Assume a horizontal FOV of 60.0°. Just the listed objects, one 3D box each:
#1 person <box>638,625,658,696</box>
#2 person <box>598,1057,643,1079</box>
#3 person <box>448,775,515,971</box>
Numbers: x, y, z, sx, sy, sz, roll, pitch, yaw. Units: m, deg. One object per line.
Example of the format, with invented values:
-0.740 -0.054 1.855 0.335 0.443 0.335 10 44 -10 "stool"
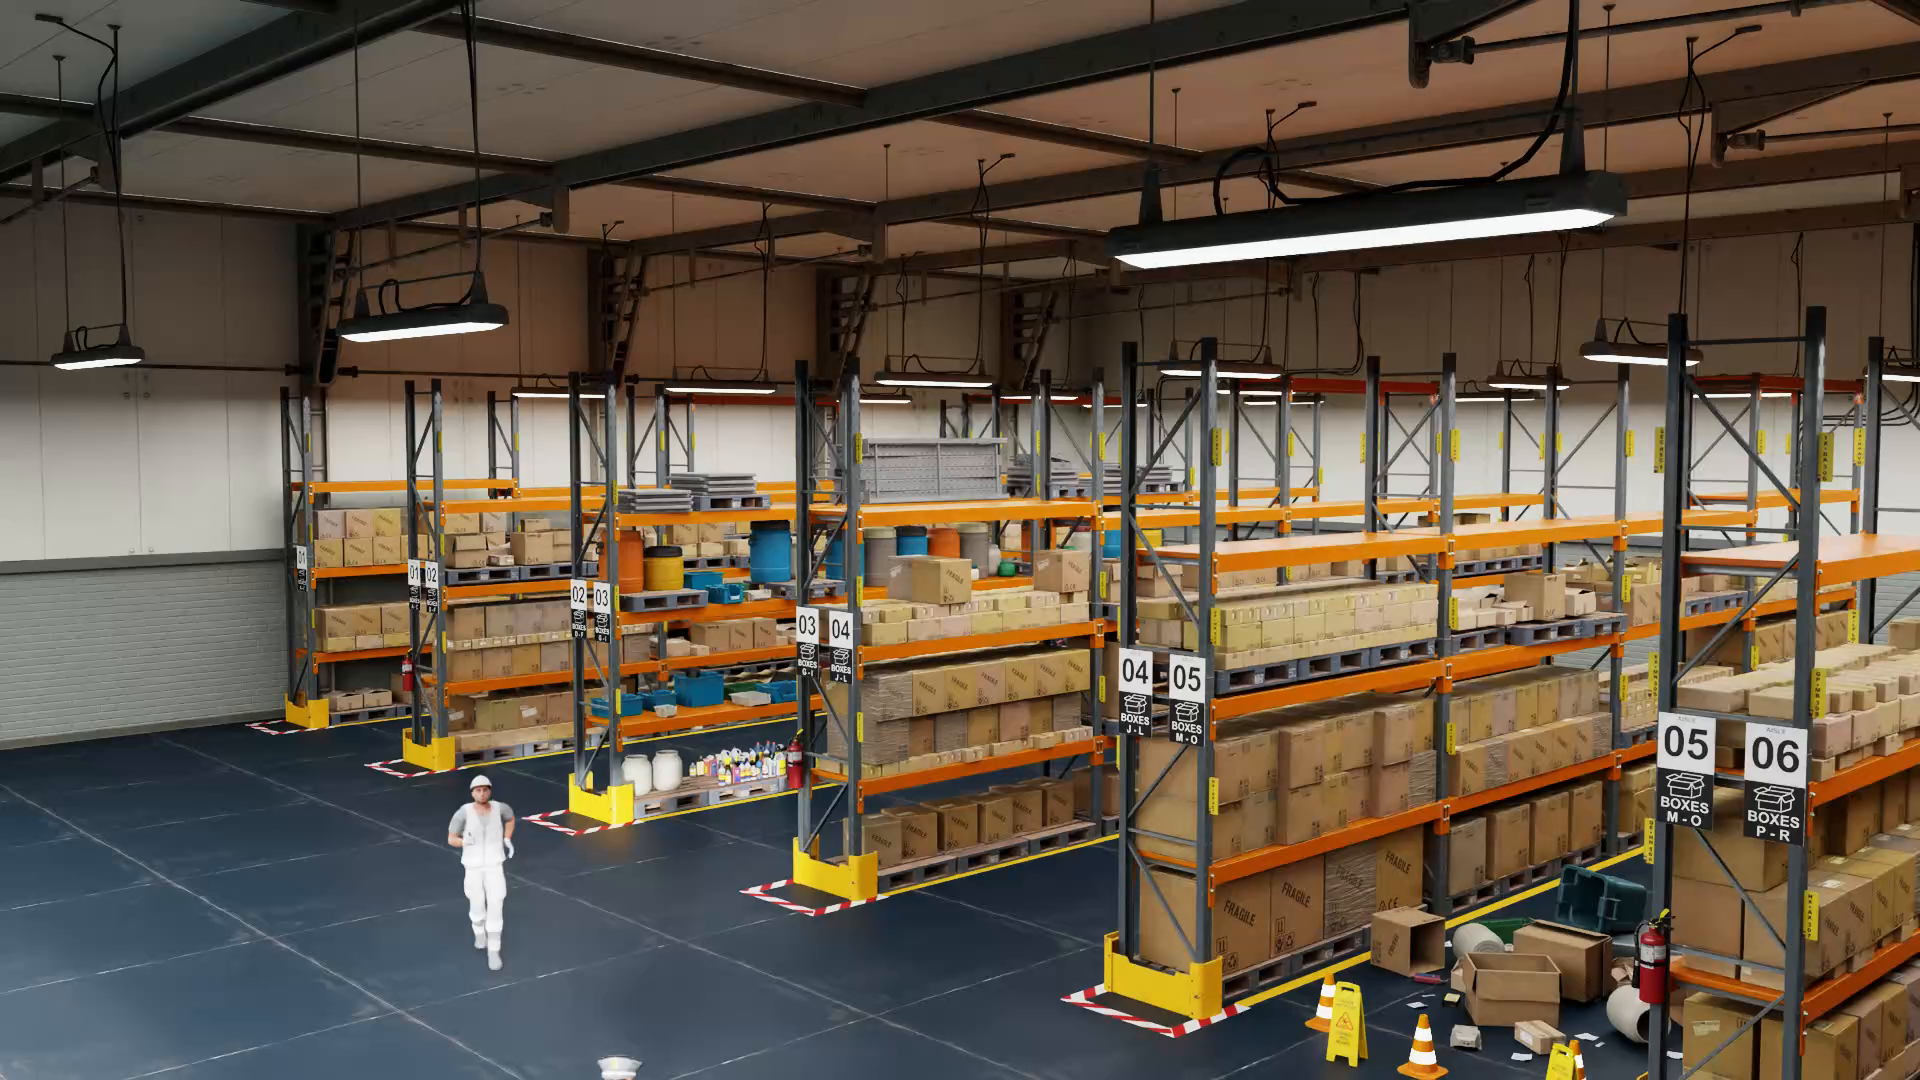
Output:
-5.686 2.354 30.682 0.937 1.661 0.599 -4 5 -44 "person"
-1.825 3.699 9.139 0.645 1.849 0.782 0 4 -5 "person"
-4.680 3.210 16.306 0.644 1.828 0.857 -1 4 -18 "person"
